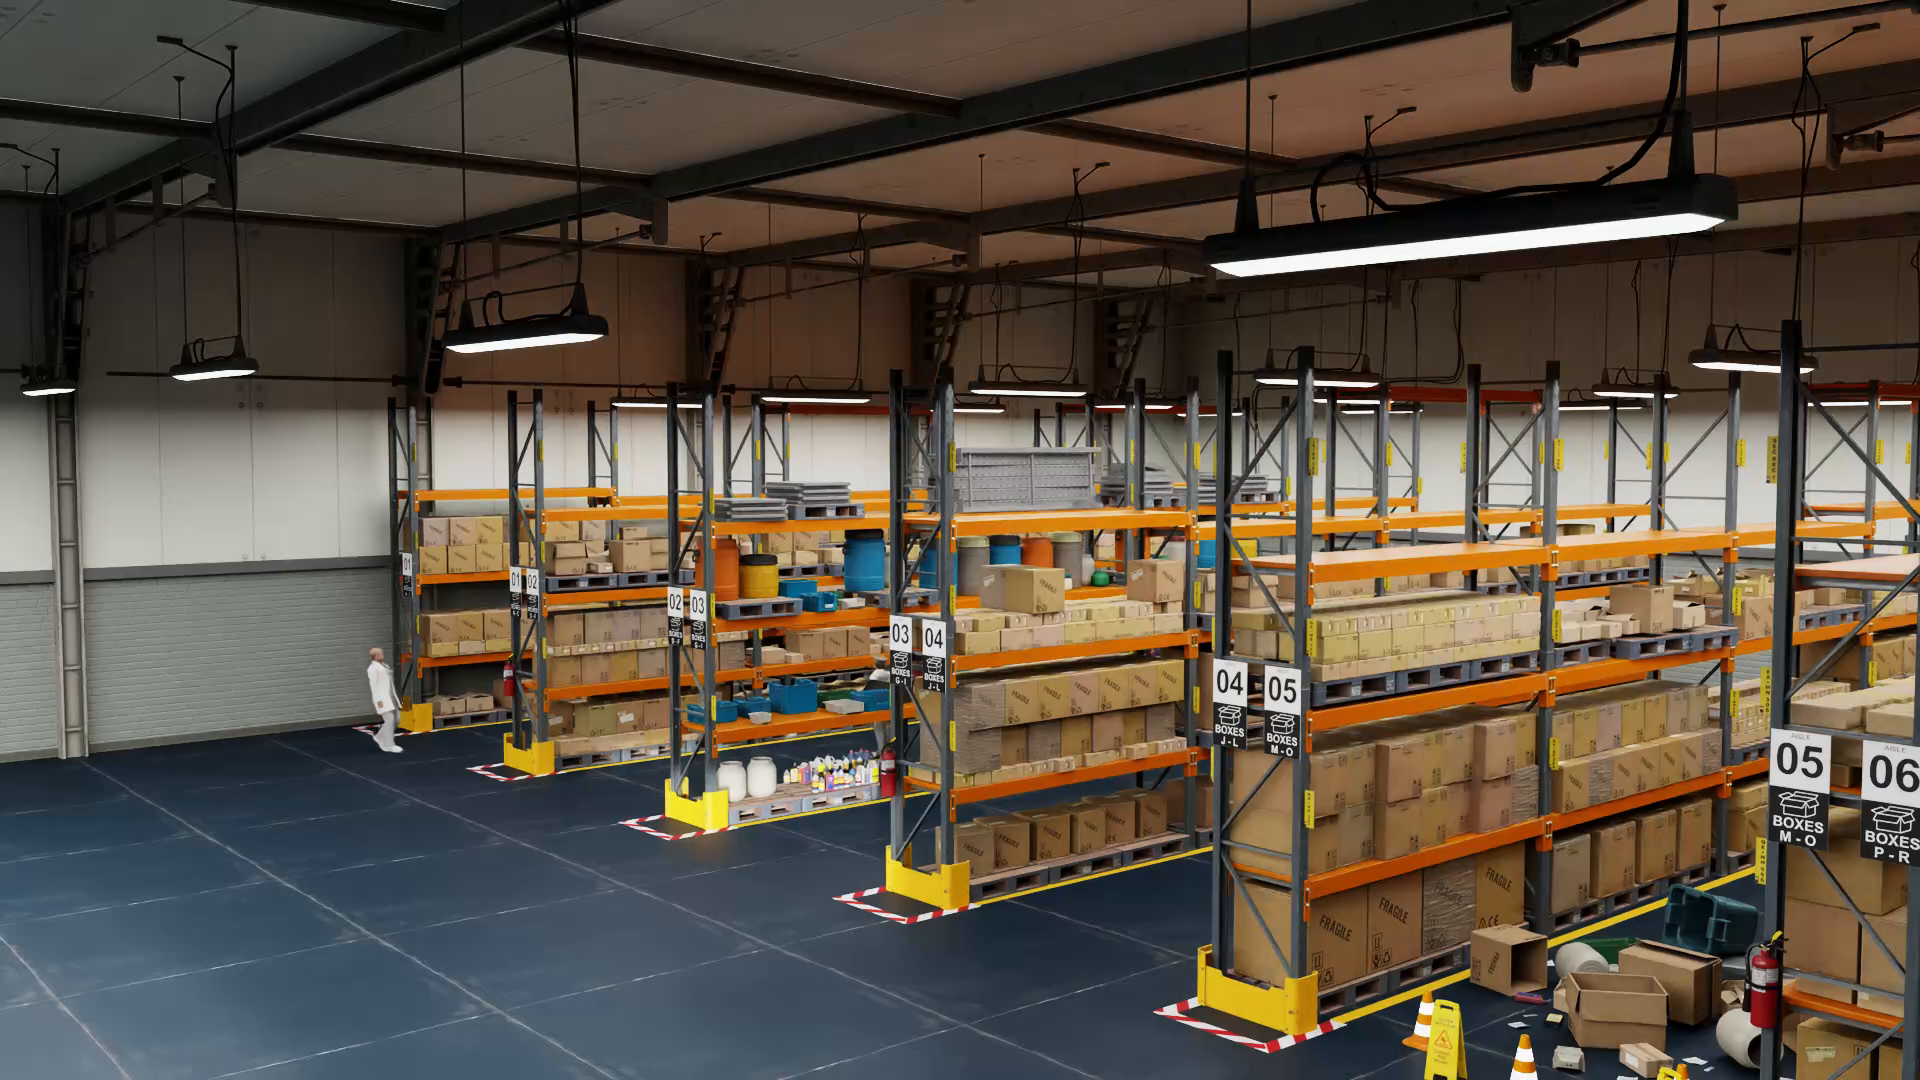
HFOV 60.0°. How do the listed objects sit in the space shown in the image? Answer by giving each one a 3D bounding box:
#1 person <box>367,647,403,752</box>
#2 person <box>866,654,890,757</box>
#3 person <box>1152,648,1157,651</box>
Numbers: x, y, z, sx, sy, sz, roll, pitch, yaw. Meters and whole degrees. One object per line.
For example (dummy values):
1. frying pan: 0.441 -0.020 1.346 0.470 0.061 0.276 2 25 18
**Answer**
1. person: -9.634 2.687 27.940 0.678 1.777 0.639 1 3 14
2. person: -1.340 2.738 27.336 0.369 1.720 0.565 3 4 38
3. person: 4.000 2.386 32.648 0.605 1.728 0.371 -1 4 -22
